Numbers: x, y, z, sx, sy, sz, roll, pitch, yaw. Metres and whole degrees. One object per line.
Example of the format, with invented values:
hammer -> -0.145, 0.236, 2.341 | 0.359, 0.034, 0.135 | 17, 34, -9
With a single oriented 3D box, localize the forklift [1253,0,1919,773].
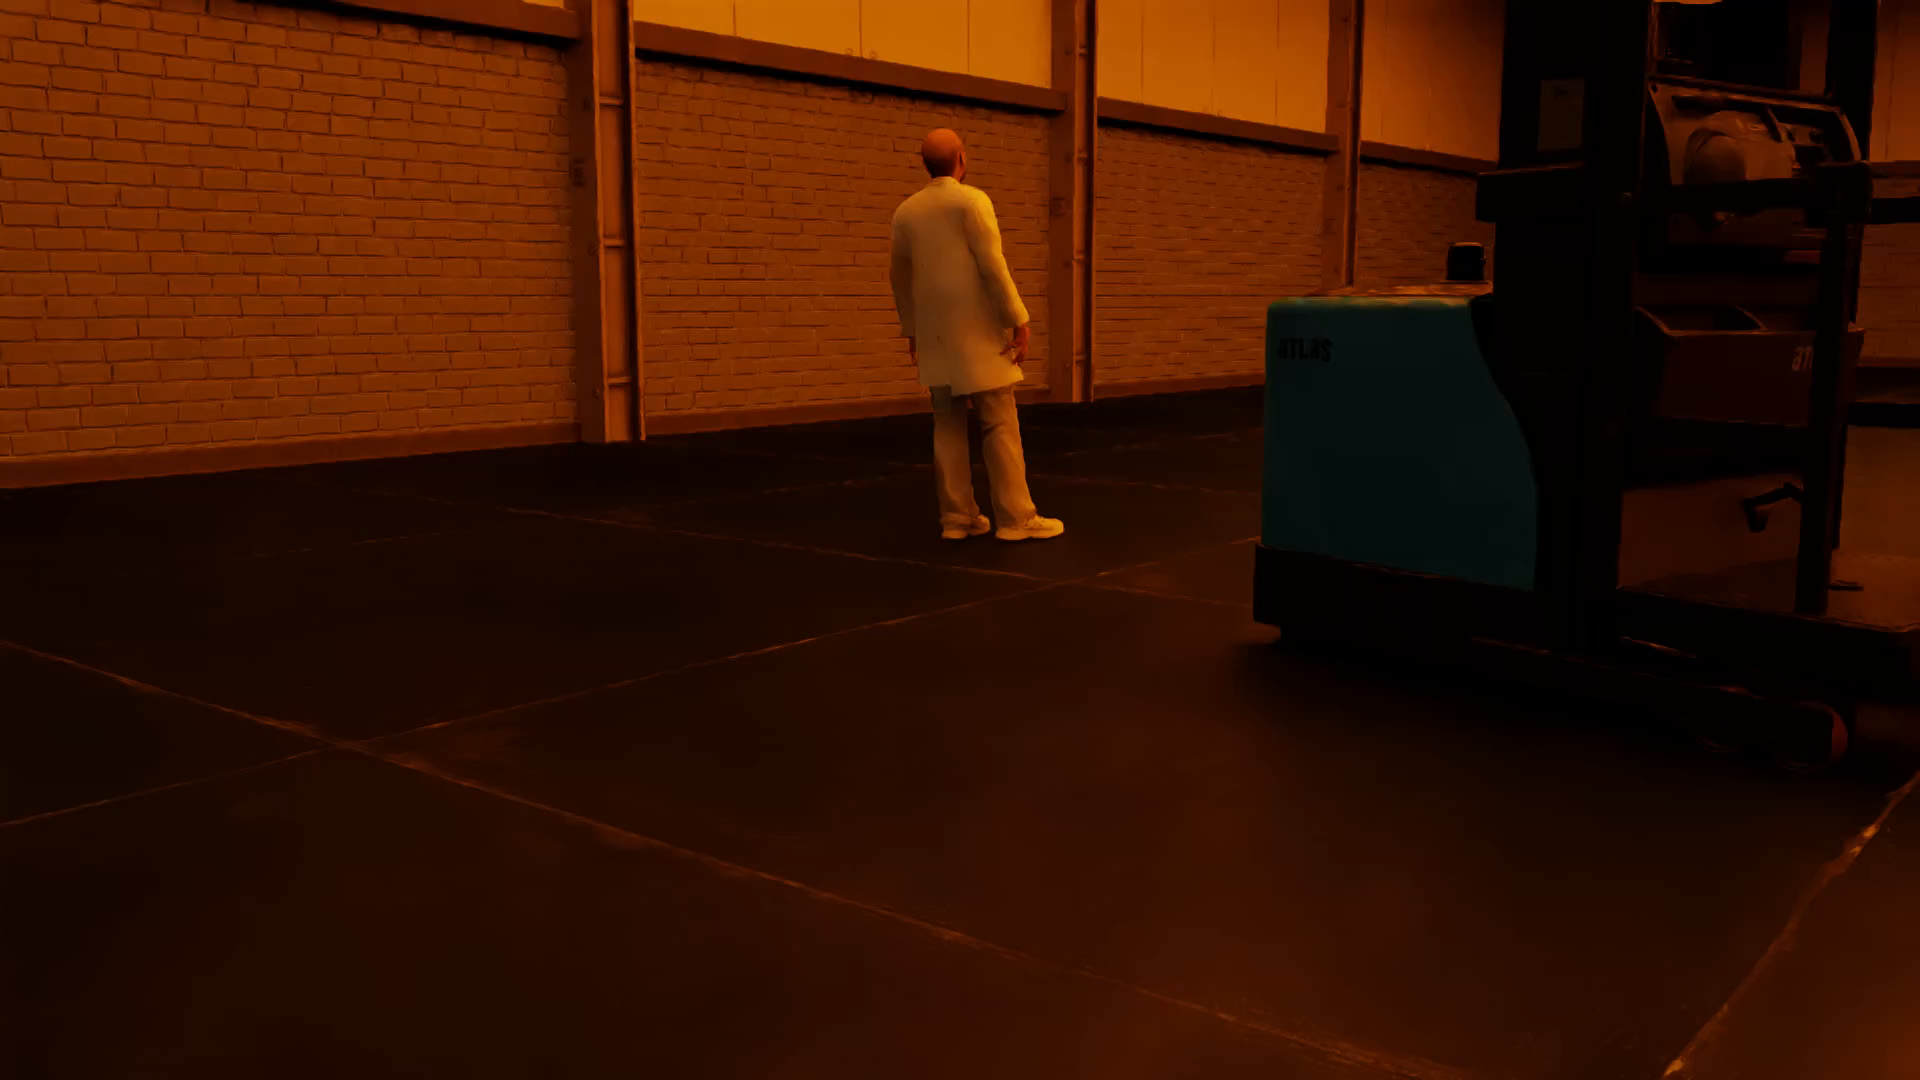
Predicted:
forklift -> 2.181, -0.999, 4.111 | 1.130, 2.935, 3.031 | -6, 10, -35

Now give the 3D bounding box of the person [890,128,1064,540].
person -> 0.061, -0.897, 7.342 | 0.694, 1.776, 0.579 | 7, 11, 38
